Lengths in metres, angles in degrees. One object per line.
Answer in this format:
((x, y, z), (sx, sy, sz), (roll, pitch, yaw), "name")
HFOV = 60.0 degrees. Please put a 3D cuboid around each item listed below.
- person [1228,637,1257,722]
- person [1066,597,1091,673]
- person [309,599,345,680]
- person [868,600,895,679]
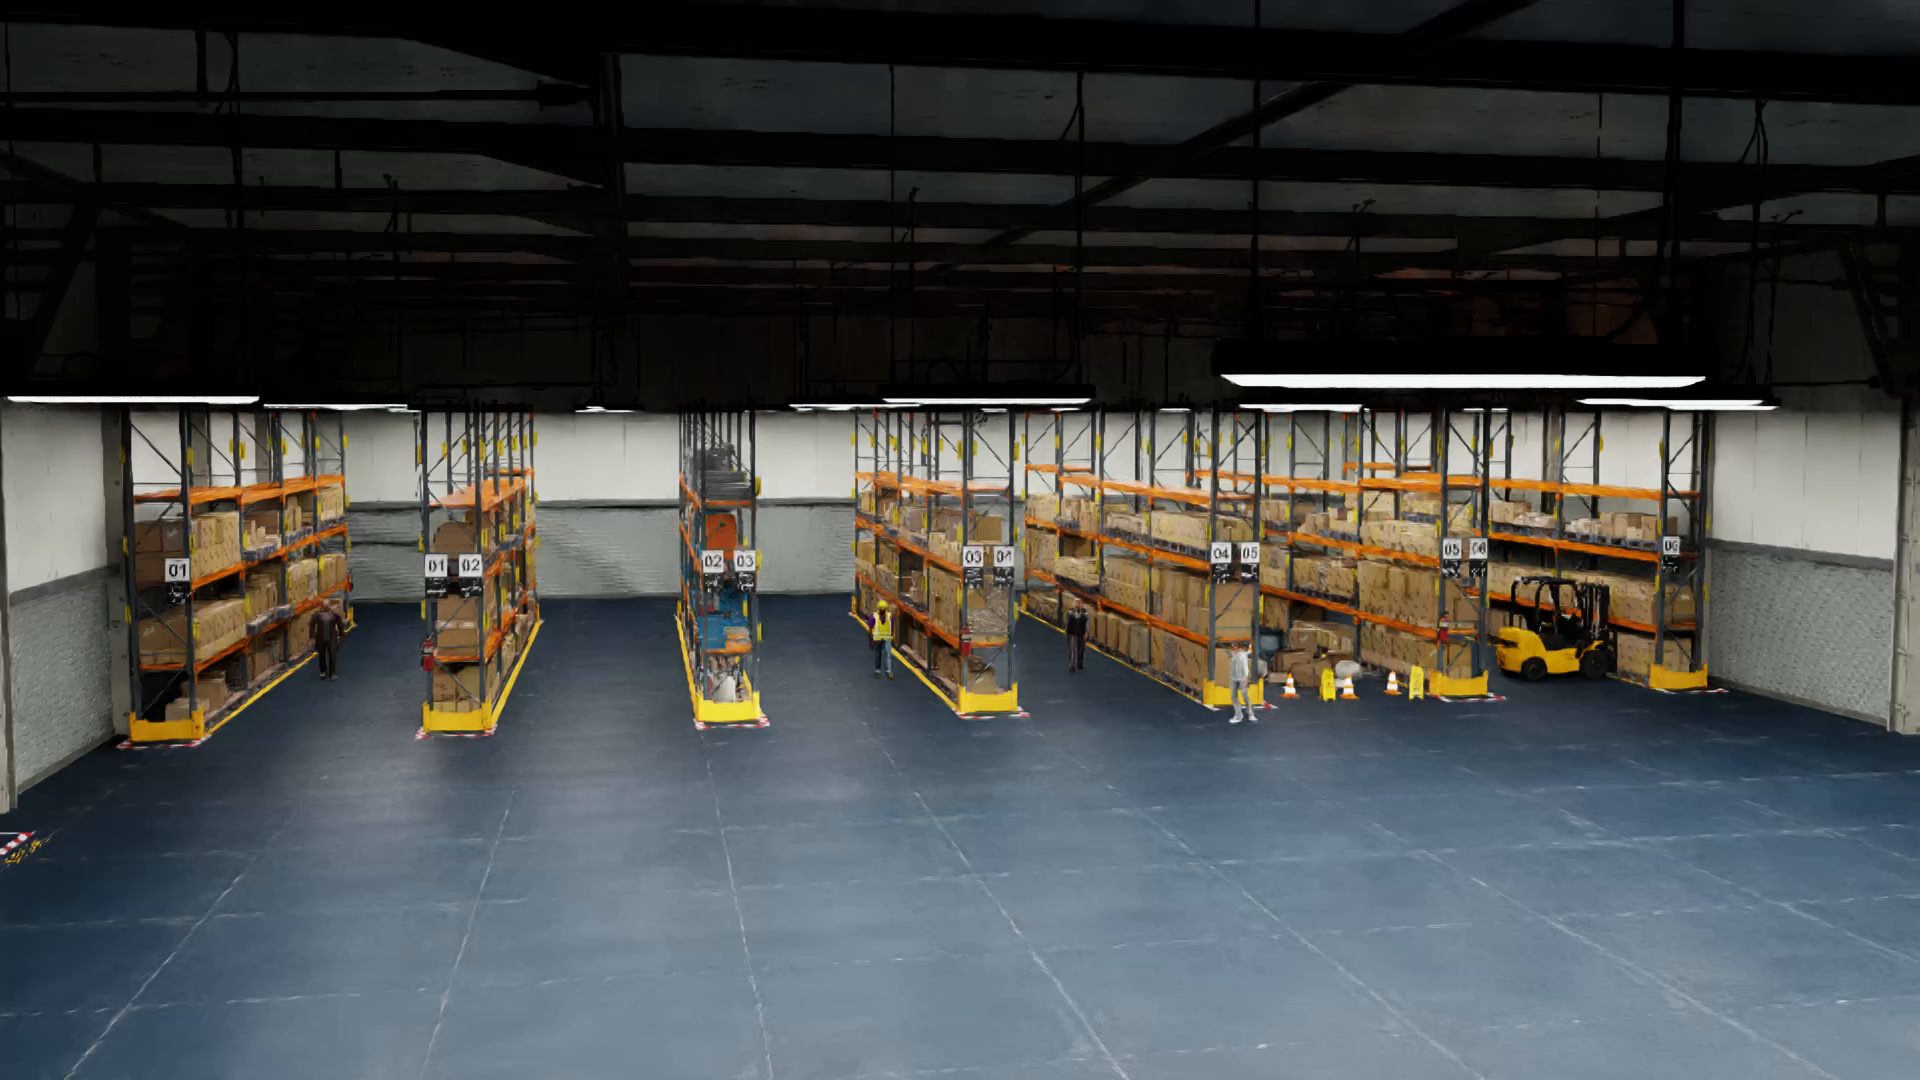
((5.260, 2.599, 30.994), (0.483, 1.587, 0.514), (-3, 5, -35), "person")
((2.626, 2.093, 36.977), (0.538, 1.663, 1.033), (0, 4, -1), "person")
((-13.716, 2.231, 36.057), (0.729, 1.561, 0.765), (-1, 5, -18), "person")
((-1.698, 2.138, 36.123), (0.579, 1.688, 1.105), (-1, 4, -8), "person")
